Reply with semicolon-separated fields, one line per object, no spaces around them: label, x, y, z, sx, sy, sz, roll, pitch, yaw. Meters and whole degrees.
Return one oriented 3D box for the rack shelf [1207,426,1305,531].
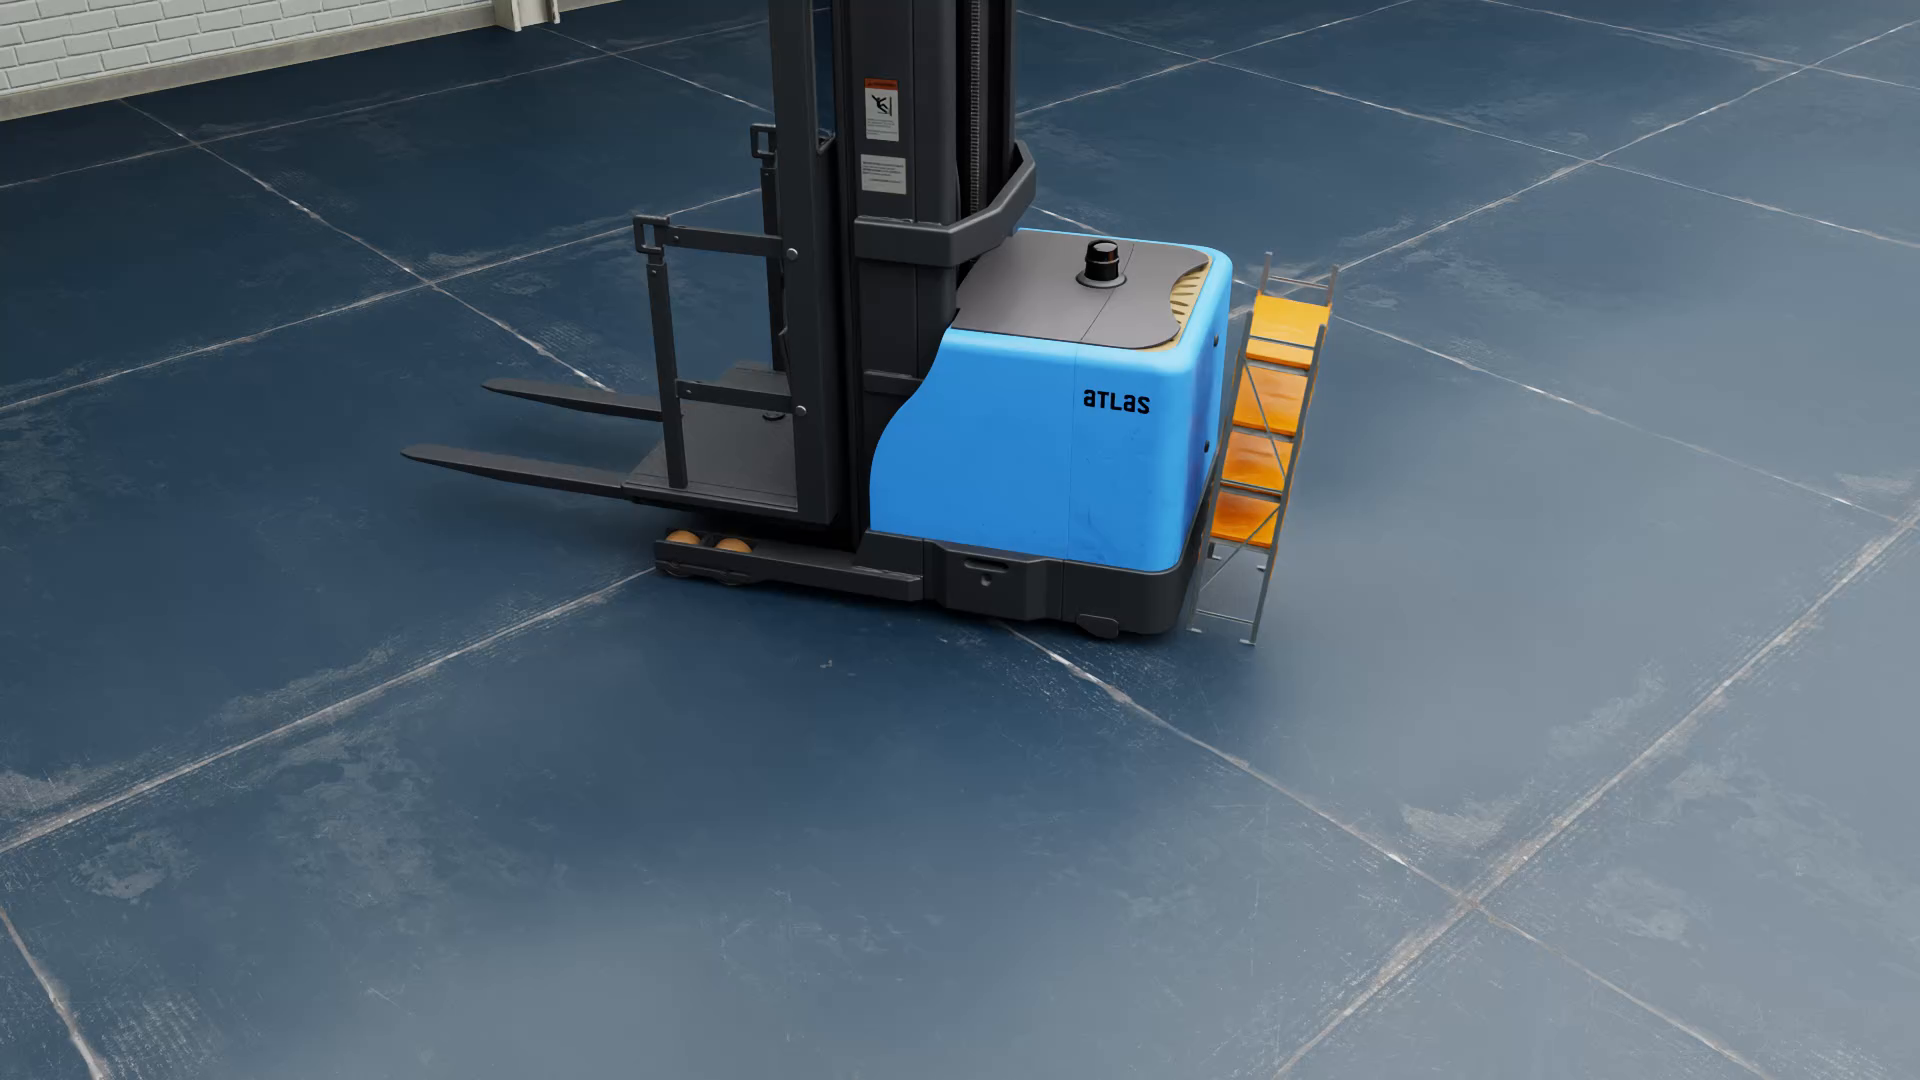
rack shelf;1.000;-0.237;5.596;0.258;0.148;0.480;13;33;11

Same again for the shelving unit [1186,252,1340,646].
shelving unit;1.005;-0.293;5.560;0.258;1.200;0.503;13;33;11

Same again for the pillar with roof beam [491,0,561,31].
pillar with roof beam;-0.378;-6.145;7.673;0.400;9.000;9.100;-26;40;-35

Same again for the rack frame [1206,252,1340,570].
rack frame;1.071;-0.416;5.760;0.240;1.200;0.015;13;33;11

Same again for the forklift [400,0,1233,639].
forklift;-0.600;-1.341;5.634;3.031;2.935;1.130;9;32;14

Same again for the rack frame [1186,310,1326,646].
rack frame;0.939;-0.171;5.360;0.240;1.200;0.015;13;33;11

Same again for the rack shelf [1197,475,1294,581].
rack shelf;0.983;-0.071;5.704;0.258;0.148;0.480;13;33;11

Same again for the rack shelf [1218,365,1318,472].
rack shelf;1.018;-0.424;5.476;0.258;0.148;0.480;13;33;11

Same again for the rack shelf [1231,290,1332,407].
rack shelf;1.038;-0.622;5.348;0.258;0.148;0.480;13;33;11
